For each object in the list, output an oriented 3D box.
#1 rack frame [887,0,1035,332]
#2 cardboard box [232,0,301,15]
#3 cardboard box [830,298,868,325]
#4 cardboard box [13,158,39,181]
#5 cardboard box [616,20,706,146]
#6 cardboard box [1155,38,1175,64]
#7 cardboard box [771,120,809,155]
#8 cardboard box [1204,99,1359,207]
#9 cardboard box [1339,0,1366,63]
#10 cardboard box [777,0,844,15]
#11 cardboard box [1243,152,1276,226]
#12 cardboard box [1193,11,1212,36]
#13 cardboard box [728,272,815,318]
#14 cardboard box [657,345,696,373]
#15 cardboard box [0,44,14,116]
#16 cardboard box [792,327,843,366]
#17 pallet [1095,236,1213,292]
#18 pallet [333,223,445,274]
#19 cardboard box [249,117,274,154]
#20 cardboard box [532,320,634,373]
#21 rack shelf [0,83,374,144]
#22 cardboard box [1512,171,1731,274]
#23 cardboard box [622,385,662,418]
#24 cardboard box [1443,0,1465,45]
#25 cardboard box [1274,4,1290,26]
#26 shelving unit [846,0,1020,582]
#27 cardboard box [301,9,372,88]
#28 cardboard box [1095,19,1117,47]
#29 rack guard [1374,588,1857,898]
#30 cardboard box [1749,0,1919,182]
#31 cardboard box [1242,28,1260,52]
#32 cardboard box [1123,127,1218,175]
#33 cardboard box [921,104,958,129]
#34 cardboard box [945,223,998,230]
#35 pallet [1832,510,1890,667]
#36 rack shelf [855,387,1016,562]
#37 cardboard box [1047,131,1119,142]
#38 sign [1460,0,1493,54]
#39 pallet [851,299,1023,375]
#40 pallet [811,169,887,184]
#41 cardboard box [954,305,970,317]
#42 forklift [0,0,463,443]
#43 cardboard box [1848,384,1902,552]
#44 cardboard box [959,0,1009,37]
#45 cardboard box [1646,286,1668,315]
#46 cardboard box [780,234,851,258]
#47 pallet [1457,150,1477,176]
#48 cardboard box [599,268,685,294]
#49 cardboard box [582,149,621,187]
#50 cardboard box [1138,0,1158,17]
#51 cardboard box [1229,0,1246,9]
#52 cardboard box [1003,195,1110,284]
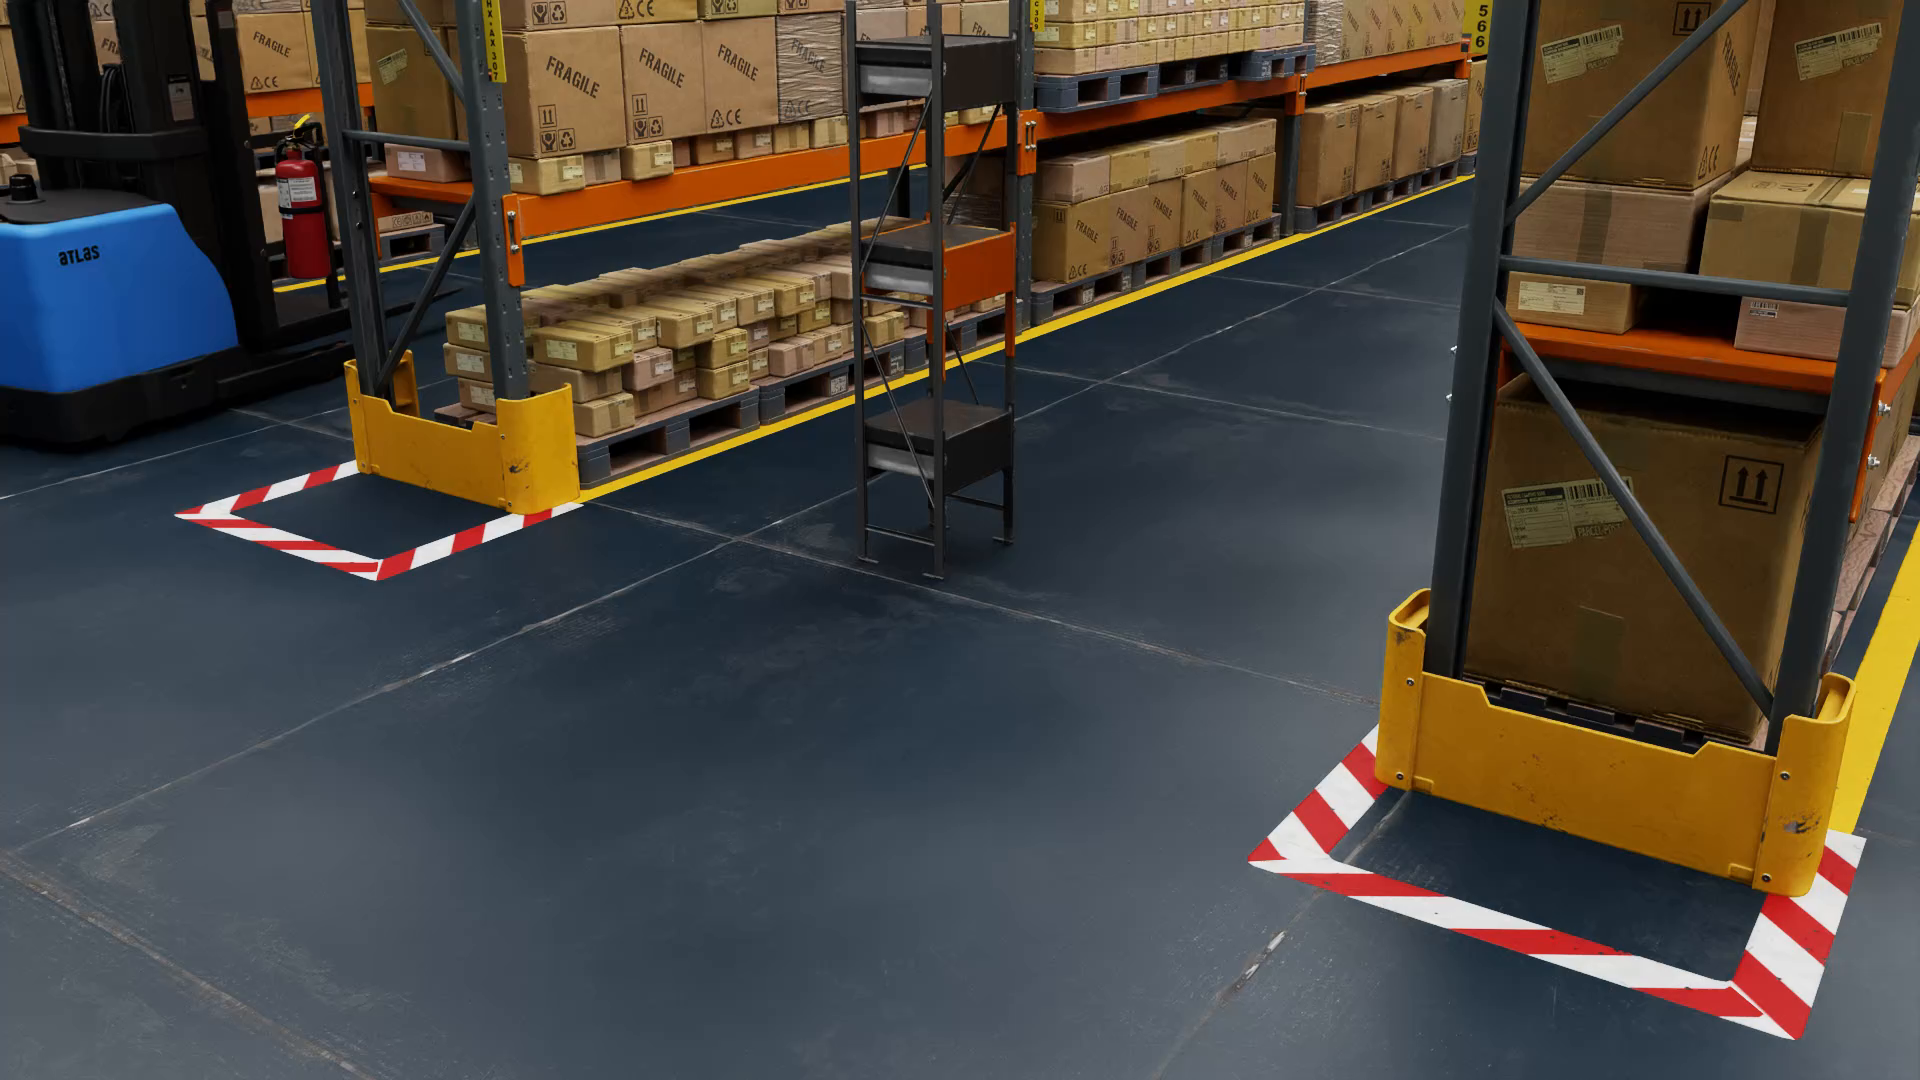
[{"bbox_3d":[-0.011,-2.792,9.989,1.000,3.000,0.127,13,24,32],"label":"rack frame"},{"bbox_3d":[-4.769,-3.763,11.029,0.500,0.500,0.500,14,24,33],"label":"cardboard box"},{"bbox_3d":[-0.719,-1.276,8.966,0.380,0.149,0.250,12,23,29],"label":"cardboard box"},{"bbox_3d":[-8.339,-3.338,14.969,0.380,0.149,0.250,12,24,30],"label":"cardboard box"},{"bbox_3d":[-1.499,-2.064,7.449,0.500,0.500,0.500,13,24,32],"label":"cardboard box"},{"bbox_3d":[1.170,-3.191,10.825,0.380,0.149,0.250,12,23,29],"label":"cardboard box"},{"bbox_3d":[-0.972,-2.013,8.245,0.380,0.149,0.250,14,25,34],"label":"cardboard box"},{"bbox_3d":[2.654,-3.239,13.834,1.050,0.750,0.750,13,24,31],"label":"cardboard box"},{"bbox_3d":[2.997,-4.209,13.676,0.500,0.500,0.500,13,24,31],"label":"cardboard box"},{"bbox_3d":[-0.915,-2.814,8.036,0.500,0.500,0.500,12,24,30],"label":"cardboard box"},{"bbox_3d":[2.084,-2.724,12.804,0.500,0.500,0.500,13,24,32],"label":"cardboard box"},{"bbox_3d":[1.468,-3.483,11.186,0.380,0.149,0.250,13,24,31],"label":"cardboard box"},{"bbox_3d":[-0.961,-1.249,8.463,0.380,0.149,0.250,14,24,33],"label":"cardboard box"},{"bbox_3d":[-1.488,-0.899,7.947,0.380,0.149,0.250,14,24,33],"label":"cardboard box"},{"bbox_3d":[-5.903,-2.709,9.621,0.500,0.500,0.500,13,24,31],"label":"cardboard box"},{"bbox_3d":[-0.842,-1.038,8.753,0.380,0.149,0.250,13,24,32],"label":"cardboard box"},{"bbox_3d":[1.111,-2.059,12.028,1.003,0.211,1.213,13,24,32],"label":"pallet"},{"bbox_3d":[-4.654,-2.218,12.456,1.003,0.211,1.213,13,24,32],"label":"pallet"},{"bbox_3d":[-7.236,-4.112,16.555,0.500,0.500,0.500,12,24,30],"label":"cardboard box"},{"bbox_3d":[-1.684,-0.867,7.432,0.380,0.149,0.250,12,23,29],"label":"cardboard box"},{"bbox_3d":[-5.286,-2.817,11.094,1.077,0.370,4.000,13,24,32],"label":"rack shelf"},{"bbox_3d":[1.839,-0.908,4.683,0.500,0.250,0.500,13,24,31],"label":"cardboard box"},{"bbox_3d":[-1.621,-0.683,7.792,0.380,0.149,0.250,13,24,32],"label":"cardboard box"},{"bbox_3d":[4.414,-4.932,15.631,0.500,0.500,0.500,13,24,32],"label":"cardboard box"},{"bbox_3d":[2.188,-3.851,12.180,0.380,0.149,0.250,14,25,34],"label":"cardboard box"},{"bbox_3d":[-0.093,-0.937,6.272,0.431,2.100,0.503,13,24,32],"label":"shelving unit"},{"bbox_3d":[-4.496,-3.444,11.607,0.500,0.500,0.500,13,24,31],"label":"cardboard box"},{"bbox_3d":[0.735,-3.109,10.173,0.380,0.149,0.250,13,24,31],"label":"cardboard box"},{"bbox_3d":[1.772,0.531,4.608,1.175,0.500,0.348,13,24,32],"label":"rack guard"},{"bbox_3d":[2.560,-1.297,4.655,0.500,0.500,0.500,13,24,31],"label":"cardboard box"},{"bbox_3d":[1.912,-3.572,11.855,0.380,0.149,0.250,13,24,31],"label":"cardboard box"},{"bbox_3d":[1.496,-2.779,11.870,0.500,0.250,0.500,14,24,33],"label":"cardboard box"},{"bbox_3d":[-0.232,-2.386,9.255,0.380,0.149,0.250,14,25,34],"label":"cardboard box"},{"bbox_3d":[0.004,-1.778,9.894,0.380,0.149,0.250,14,25,33],"label":"cardboard box"},{"bbox_3d":[2.857,0.067,6.281,1.003,0.211,1.213,13,24,32],"label":"pallet"},{"bbox_3d":[-0.093,-0.268,6.520,0.431,0.518,0.480,13,24,32],"label":"rack shelf"},{"bbox_3d":[0.784,-2.731,11.740,0.500,0.250,0.500,12,23,29],"label":"cardboard box"},{"bbox_3d":[1.345,-1.412,4.248,0.100,0.325,0.005,13,24,32],"label":"sign"},{"bbox_3d":[-0.359,-1.284,9.933,1.003,0.211,1.213,13,24,32],"label":"pallet"},{"bbox_3d":[-1.473,-3.792,16.712,1.003,0.211,1.213,13,24,32],"label":"pallet"},{"bbox_3d":[-0.165,-1.415,9.770,0.380,0.149,0.250,14,25,33],"label":"cardboard box"},{"bbox_3d":[-4.010,-2.303,8.766,1.130,2.935,3.031,9,22,22],"label":"forklift"},{"bbox_3d":[3.091,-0.564,6.424,0.875,0.875,0.875,13,24,32],"label":"cardboard box"},{"bbox_3d":[-0.049,-2.784,9.396,0.500,0.500,0.500,13,24,32],"label":"cardboard box"},{"bbox_3d":[1.858,-0.771,4.889,0.380,0.149,0.250,14,24,32],"label":"cardboard box"},{"bbox_3d":[-0.809,-1.643,9.531,0.380,0.149,0.250,13,24,30],"label":"cardboard box"},{"bbox_3d":[4.978,-3.982,17.227,1.003,0.211,1.213,13,24,32],"label":"pallet"},{"bbox_3d":[-1.639,-1.294,8.587,0.380,0.149,0.250,14,25,34],"label":"cardboard box"},{"bbox_3d":[-1.697,-1.637,7.228,0.380,0.149,0.250,14,25,34],"label":"cardboard box"},{"bbox_3d":[1.031,-3.399,10.529,0.380,0.149,0.250,13,24,31],"label":"cardboard box"},{"bbox_3d":[1.764,-3.776,11.548,0.380,0.149,0.250,13,24,32],"label":"cardboard box"},{"bbox_3d":[0.624,-1.977,10.783,0.500,0.500,0.500,14,25,34],"label":"cardboard box"}]
